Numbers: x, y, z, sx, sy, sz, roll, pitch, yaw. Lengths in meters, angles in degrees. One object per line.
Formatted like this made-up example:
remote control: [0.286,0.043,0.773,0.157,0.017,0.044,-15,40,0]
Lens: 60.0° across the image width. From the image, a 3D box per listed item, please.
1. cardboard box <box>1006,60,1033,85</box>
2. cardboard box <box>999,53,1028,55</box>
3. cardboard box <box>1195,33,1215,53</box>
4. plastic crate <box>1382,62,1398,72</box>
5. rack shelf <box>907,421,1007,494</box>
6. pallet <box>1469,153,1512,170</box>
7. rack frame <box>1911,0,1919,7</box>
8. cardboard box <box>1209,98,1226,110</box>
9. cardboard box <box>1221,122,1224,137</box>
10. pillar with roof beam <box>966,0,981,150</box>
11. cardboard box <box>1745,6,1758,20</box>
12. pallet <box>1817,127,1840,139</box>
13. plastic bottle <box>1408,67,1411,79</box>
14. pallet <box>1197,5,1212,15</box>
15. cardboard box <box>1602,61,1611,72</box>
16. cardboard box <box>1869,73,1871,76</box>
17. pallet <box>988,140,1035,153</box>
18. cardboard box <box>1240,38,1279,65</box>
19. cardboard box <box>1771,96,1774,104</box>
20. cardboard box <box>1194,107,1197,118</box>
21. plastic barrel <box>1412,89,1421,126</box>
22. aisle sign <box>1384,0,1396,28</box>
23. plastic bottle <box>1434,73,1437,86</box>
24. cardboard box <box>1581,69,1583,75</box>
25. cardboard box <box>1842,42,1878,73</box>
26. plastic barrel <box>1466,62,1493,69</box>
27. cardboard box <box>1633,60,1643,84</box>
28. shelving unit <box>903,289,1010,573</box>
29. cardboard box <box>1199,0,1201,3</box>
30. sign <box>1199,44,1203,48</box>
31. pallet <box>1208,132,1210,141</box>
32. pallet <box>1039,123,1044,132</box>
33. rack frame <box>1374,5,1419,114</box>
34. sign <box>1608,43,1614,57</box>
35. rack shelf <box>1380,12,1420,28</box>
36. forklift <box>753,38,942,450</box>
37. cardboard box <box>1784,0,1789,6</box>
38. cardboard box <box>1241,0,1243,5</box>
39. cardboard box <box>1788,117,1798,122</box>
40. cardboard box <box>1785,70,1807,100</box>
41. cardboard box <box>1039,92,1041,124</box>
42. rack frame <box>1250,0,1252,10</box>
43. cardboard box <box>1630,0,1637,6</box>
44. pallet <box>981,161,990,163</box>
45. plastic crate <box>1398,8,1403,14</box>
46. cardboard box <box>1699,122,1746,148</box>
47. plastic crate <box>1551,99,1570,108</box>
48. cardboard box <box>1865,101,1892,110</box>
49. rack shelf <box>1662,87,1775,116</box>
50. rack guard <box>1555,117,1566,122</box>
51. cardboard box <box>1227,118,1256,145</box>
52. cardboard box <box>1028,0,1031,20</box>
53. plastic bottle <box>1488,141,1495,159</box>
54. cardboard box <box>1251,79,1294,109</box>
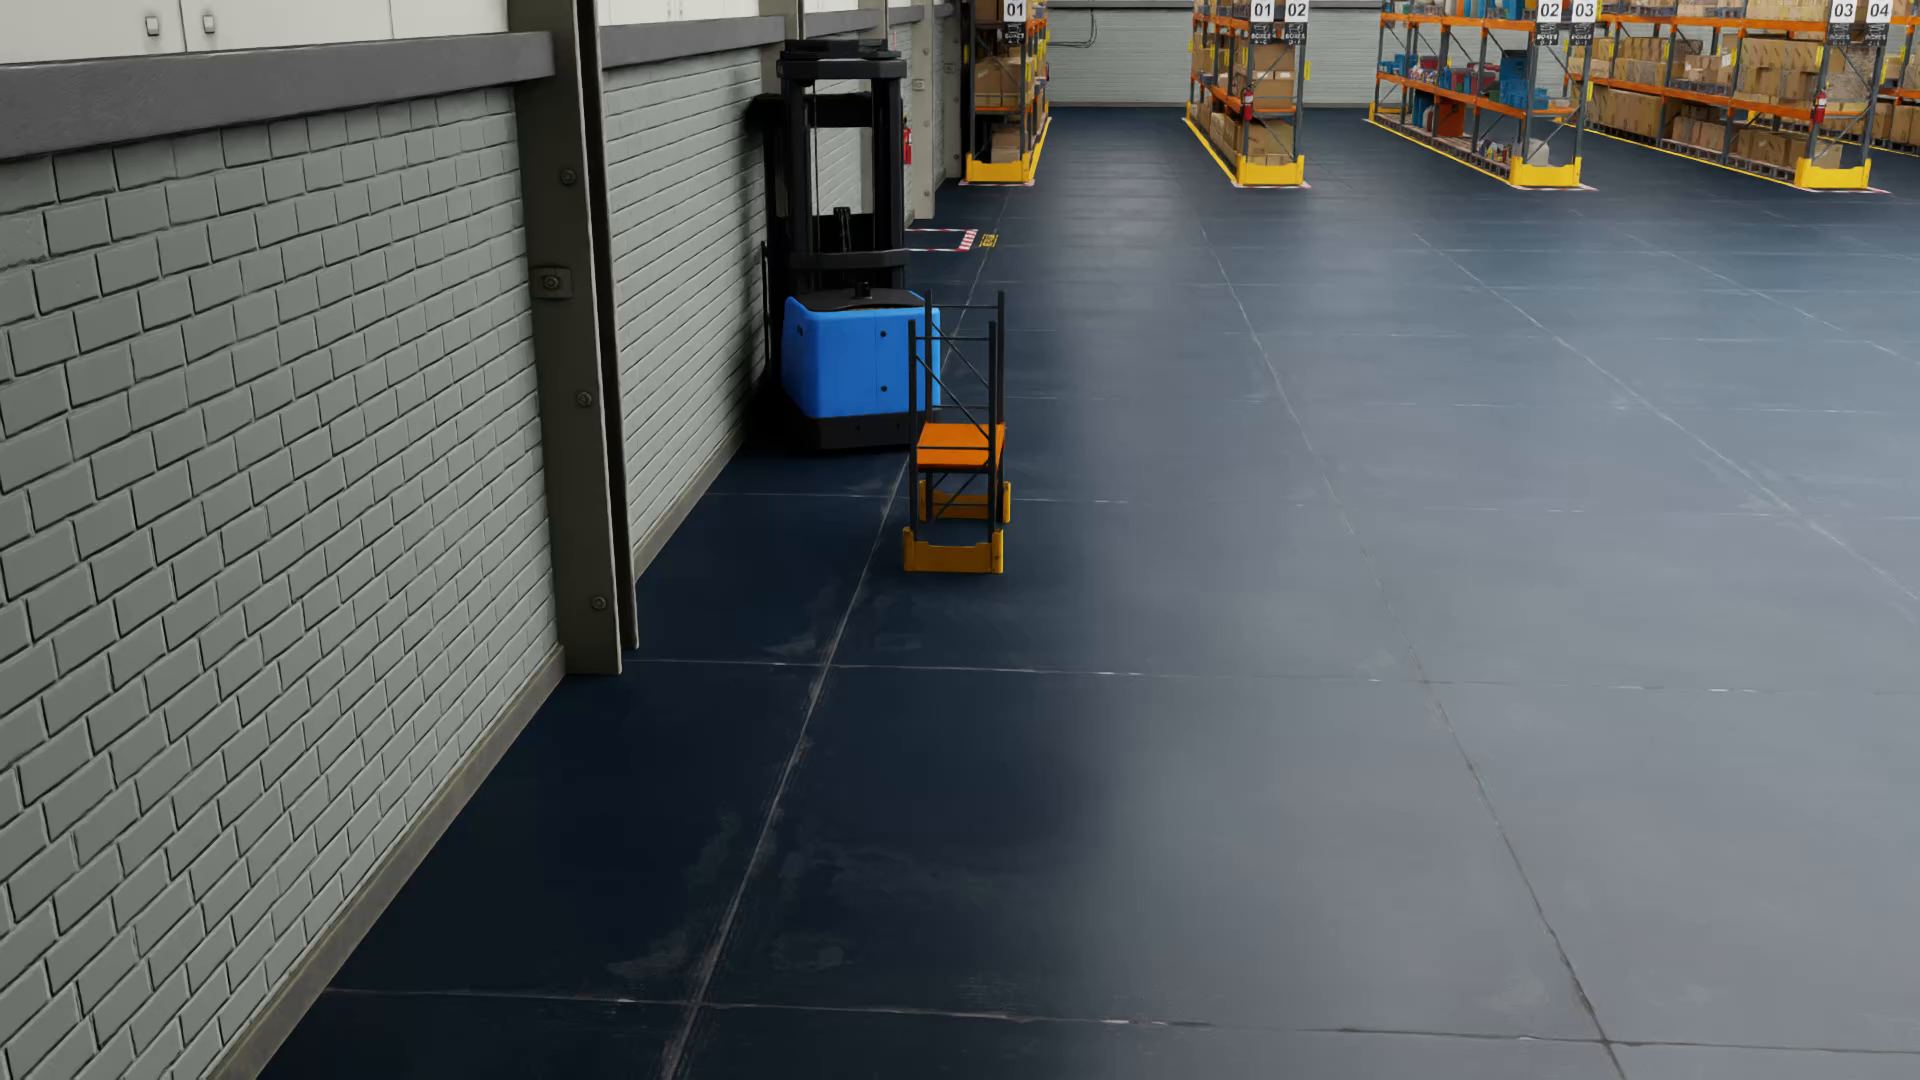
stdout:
cardboard box: [1.129,-8.941,31.897,0.500,0.500,0.500,2,18,6]
cardboard box: [1.218,-10.452,36.635,0.700,0.500,0.500,0,18,-1]
cardboard box: [6.404,-12.964,43.402,0.500,0.500,0.500,2,18,5]
plastic crate: [11.316,-12.454,43.786,0.416,0.233,0.300,1,18,4]
rack shelf: [-0.006,-0.515,10.165,0.538,0.185,1.000,1,18,4]
pallet: [10.760,-7.519,33.031,1.003,0.211,1.213,1,18,4]
rack frame: [21.016,-12.892,35.317,1.000,3.000,0.127,1,18,4]
cardboard box: [6.028,-10.097,38.523,0.500,0.250,0.500,2,18,6]
cardboard box: [5.652,-8.455,34.251,0.500,0.311,0.500,1,18,4]
pillar with roof beam: [4.592,-12.886,35.296,9.100,9.000,0.400,1,18,4]
cardboard box: [15.502,-10.161,32.041,0.500,0.250,0.500,1,18,2]
pallet: [21.249,-9.717,39.739,1.003,0.211,1.213,1,18,4]
plastic bottle: [10.971,-11.377,40.513,0.061,0.283,0.133,1,18,4]
pallet: [6.366,-12.783,40.103,1.213,0.211,1.003,1,18,4]
cardboard box: [16.133,-11.639,40.890,0.500,0.250,0.500,1,18,3]
cardboard box: [20.652,-10.520,37.439,0.380,0.149,0.250,1,18,3]
pallet: [1.107,-8.570,36.237,1.003,0.211,1.213,1,18,4]
cardboard box: [5.848,-9.533,32.454,0.700,0.500,0.500,1,18,4]
cardboard box: [15.407,-8.217,31.086,0.380,0.149,0.250,1,18,4]
cardboard box: [6.294,-10.996,42.775,0.500,0.311,0.500,1,18,4]
plastic barrel: [11.367,-10.570,40.560,0.600,0.901,0.708,1,18,4]
aisle sign: [11.418,-14.043,44.289,0.394,0.787,0.004,1,18,4]
plastic bottle: [10.740,-10.374,37.453,0.061,0.283,0.133,1,18,4]
cardboard box: [16.205,-12.047,42.774,0.380,0.149,0.250,1,18,3]
cardboard box: [15.814,-8.528,29.387,0.500,0.500,0.500,1,18,4]
plastic barrel: [11.405,-10.208,36.541,0.600,0.536,0.708,1,18,4]
cardboard box: [15.977,-10.864,38.601,0.500,0.500,0.500,2,18,5]
shelving unit: [-0.005,-0.689,10.117,0.587,1.500,1.083,1,18,4]
cardboard box: [6.324,-13.708,42.060,0.500,0.250,0.500,1,18,4]
sign: [5.941,-12.069,41.049,0.100,0.325,0.005,1,18,4]
pallet: [6.287,-9.312,38.502,1.003,0.211,1.213,1,18,4]
pallet: [1.561,-10.191,41.186,1.003,0.211,1.213,1,18,4]
rack frame: [11.710,-12.779,44.605,1.000,3.000,0.127,1,18,4]
sign: [15.809,-11.887,40.365,0.100,0.325,0.005,1,18,4]
rack shelf: [11.566,-13.241,42.354,1.077,0.370,4.000,1,18,4]
forklift: [-1.045,-2.475,13.271,1.130,2.935,3.031,-5,19,-16]
cardboard box: [15.419,-9.904,30.616,0.380,0.149,0.250,2,18,5]
cardboard box: [5.482,-10.107,30.877,0.500,0.311,0.500,3,18,10]
cardboard box: [21.065,-10.580,41.797,0.380,0.149,0.250,1,18,4]
cardboard box: [15.486,-8.216,30.042,0.875,0.500,0.500,1,18,4]
cardboard box: [1.564,-10.455,40.290,0.750,0.750,0.750,2,18,6]
rack frame: [5.622,-10.772,28.846,1.000,3.000,0.127,1,18,4]
cardboard box: [16.331,-12.918,39.378,0.700,0.500,0.500,2,18,5]
pallet: [0.780,-6.981,31.388,1.003,0.211,1.213,1,18,4]
plastic crate: [11.134,-13.240,41.619,0.293,0.136,0.466,1,18,4]
cardboard box: [15.948,-8.474,34.776,0.700,0.500,0.500,0,18,-1]
plastic crate: [10.948,-7.955,30.307,0.298,0.136,0.250,1,18,4]
cardboard box: [20.829,-9.785,37.604,0.500,0.250,0.500,2,18,5]
rack shelf: [15.933,-9.221,34.901,1.077,0.370,4.000,1,18,4]
rack guard: [16.652,-11.488,44.679,1.175,0.500,0.348,1,18,4]
cardboard box: [5.492,-7.965,32.452,0.500,0.500,0.500,1,18,4]
cardboard box: [1.028,-9.777,30.435,0.500,0.500,0.500,2,18,8]
plastic bottle: [10.334,-7.570,32.256,0.144,0.351,0.185,1,18,3]
cardboard box: [5.668,-8.114,30.206,0.700,0.500,0.500,1,18,4]
